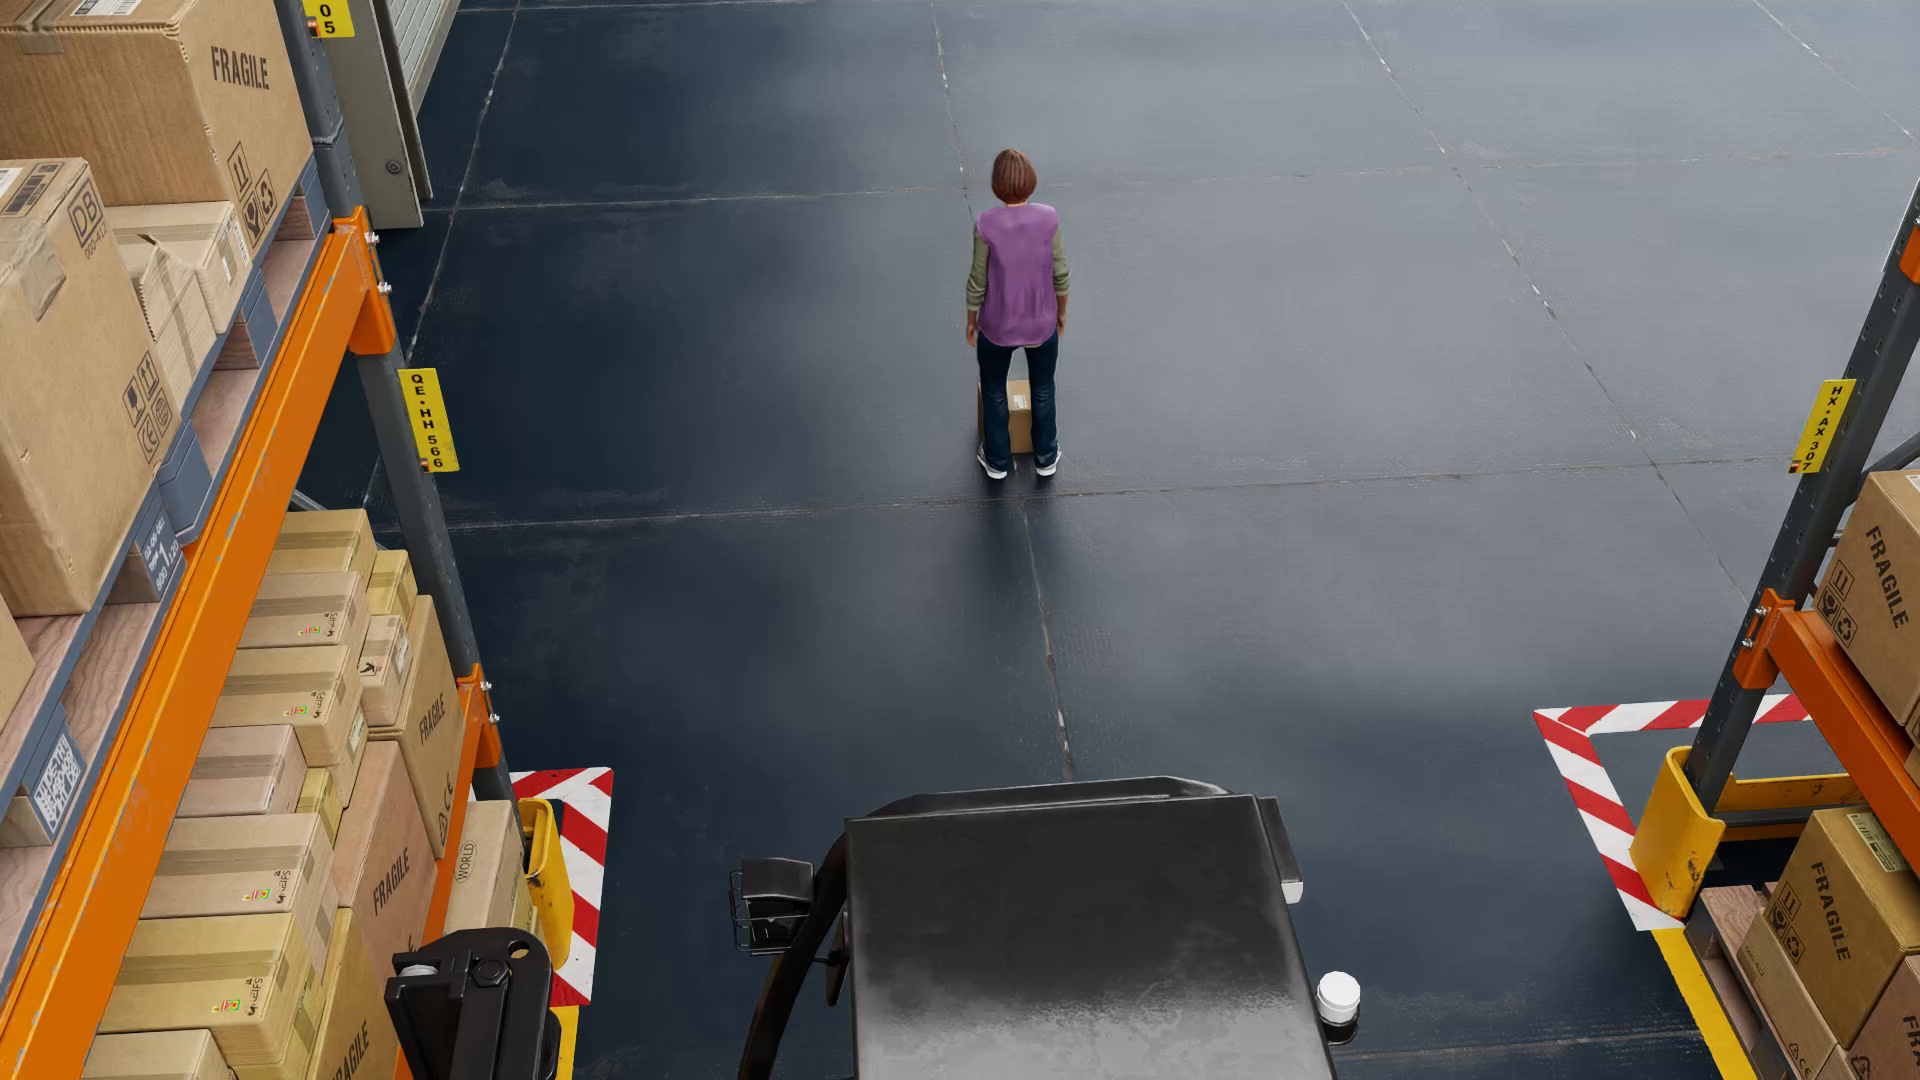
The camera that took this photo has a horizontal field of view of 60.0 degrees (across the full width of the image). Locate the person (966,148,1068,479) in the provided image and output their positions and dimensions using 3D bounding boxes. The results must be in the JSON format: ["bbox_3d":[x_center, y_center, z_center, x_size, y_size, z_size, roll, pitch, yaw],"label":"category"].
[{"bbox_3d":[0.258,-0.951,7.313,0.467,1.591,0.350,-5,40,-6],"label":"person"}]
